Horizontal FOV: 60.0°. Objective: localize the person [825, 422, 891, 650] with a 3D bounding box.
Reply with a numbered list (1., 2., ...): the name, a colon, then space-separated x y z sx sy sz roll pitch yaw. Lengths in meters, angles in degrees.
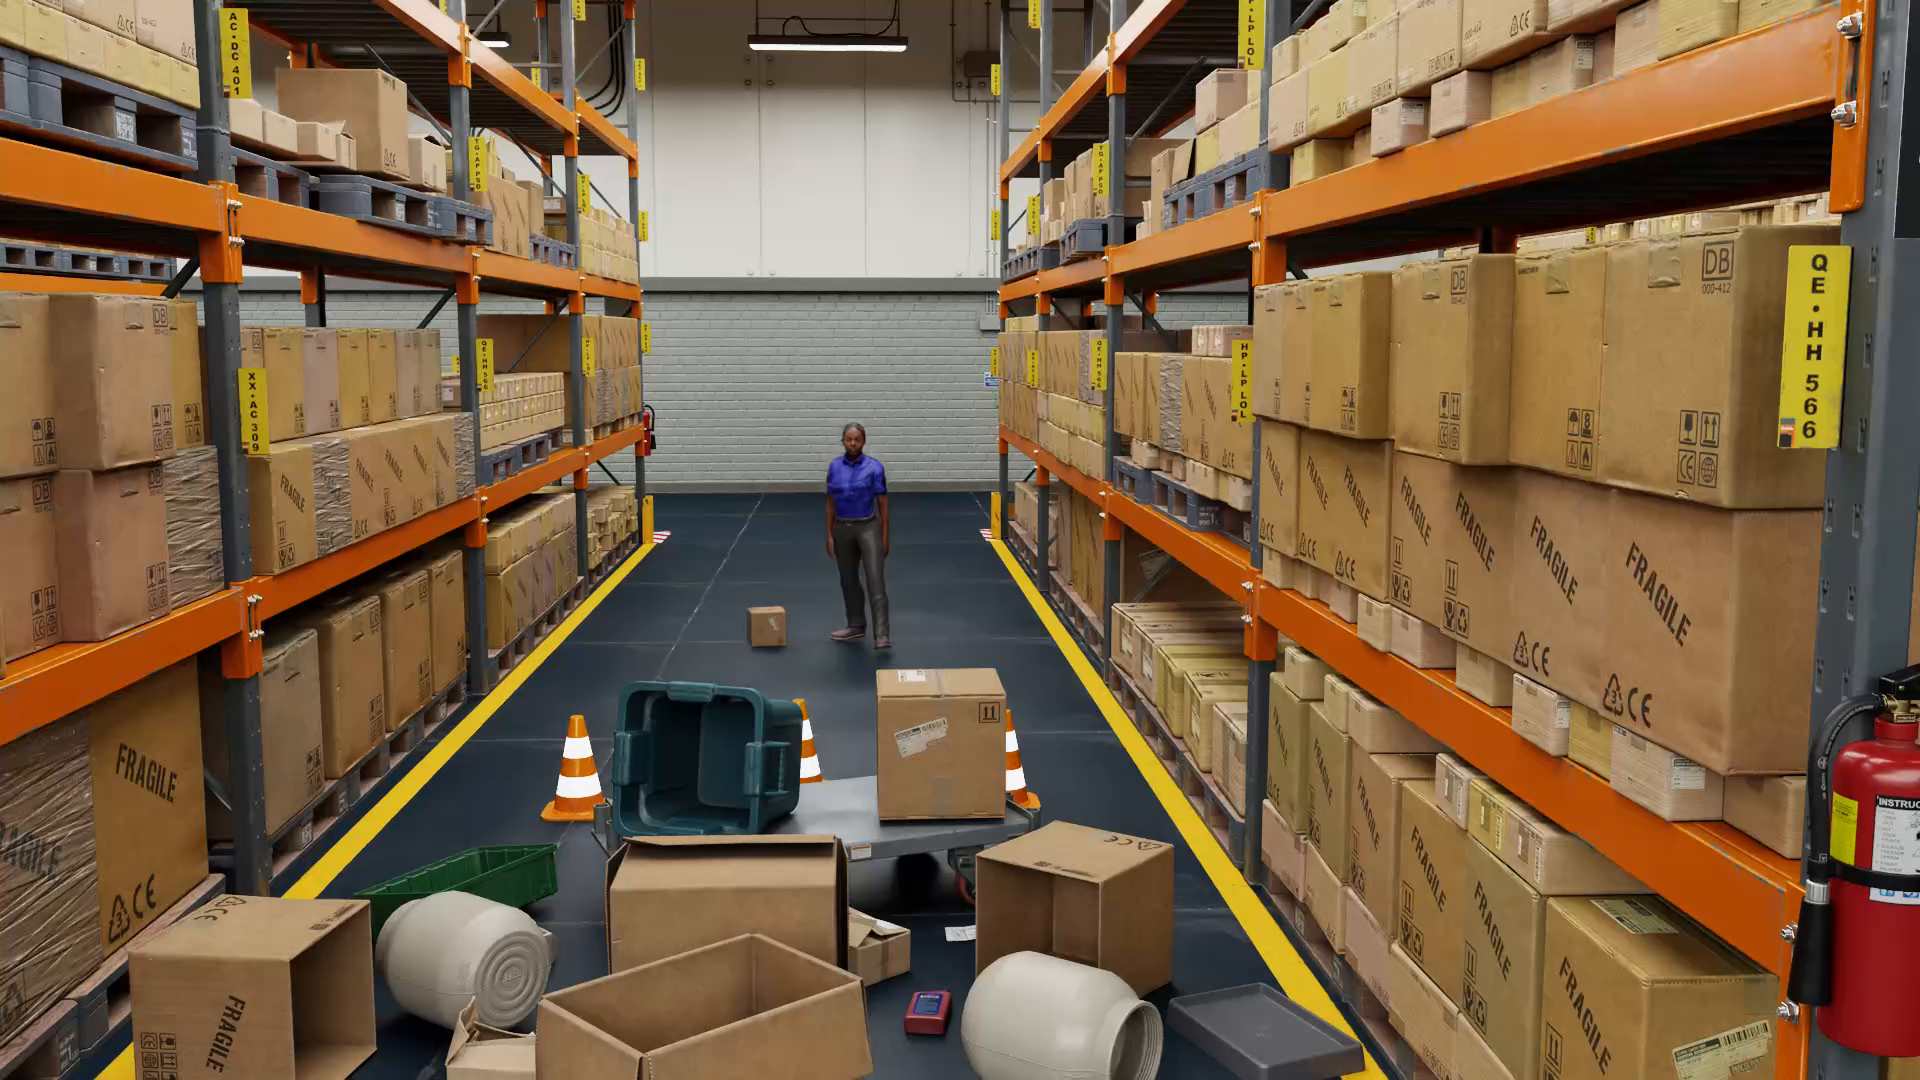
1. person: -0.710 -0.032 11.955 0.654 1.629 0.778 2 7 17
